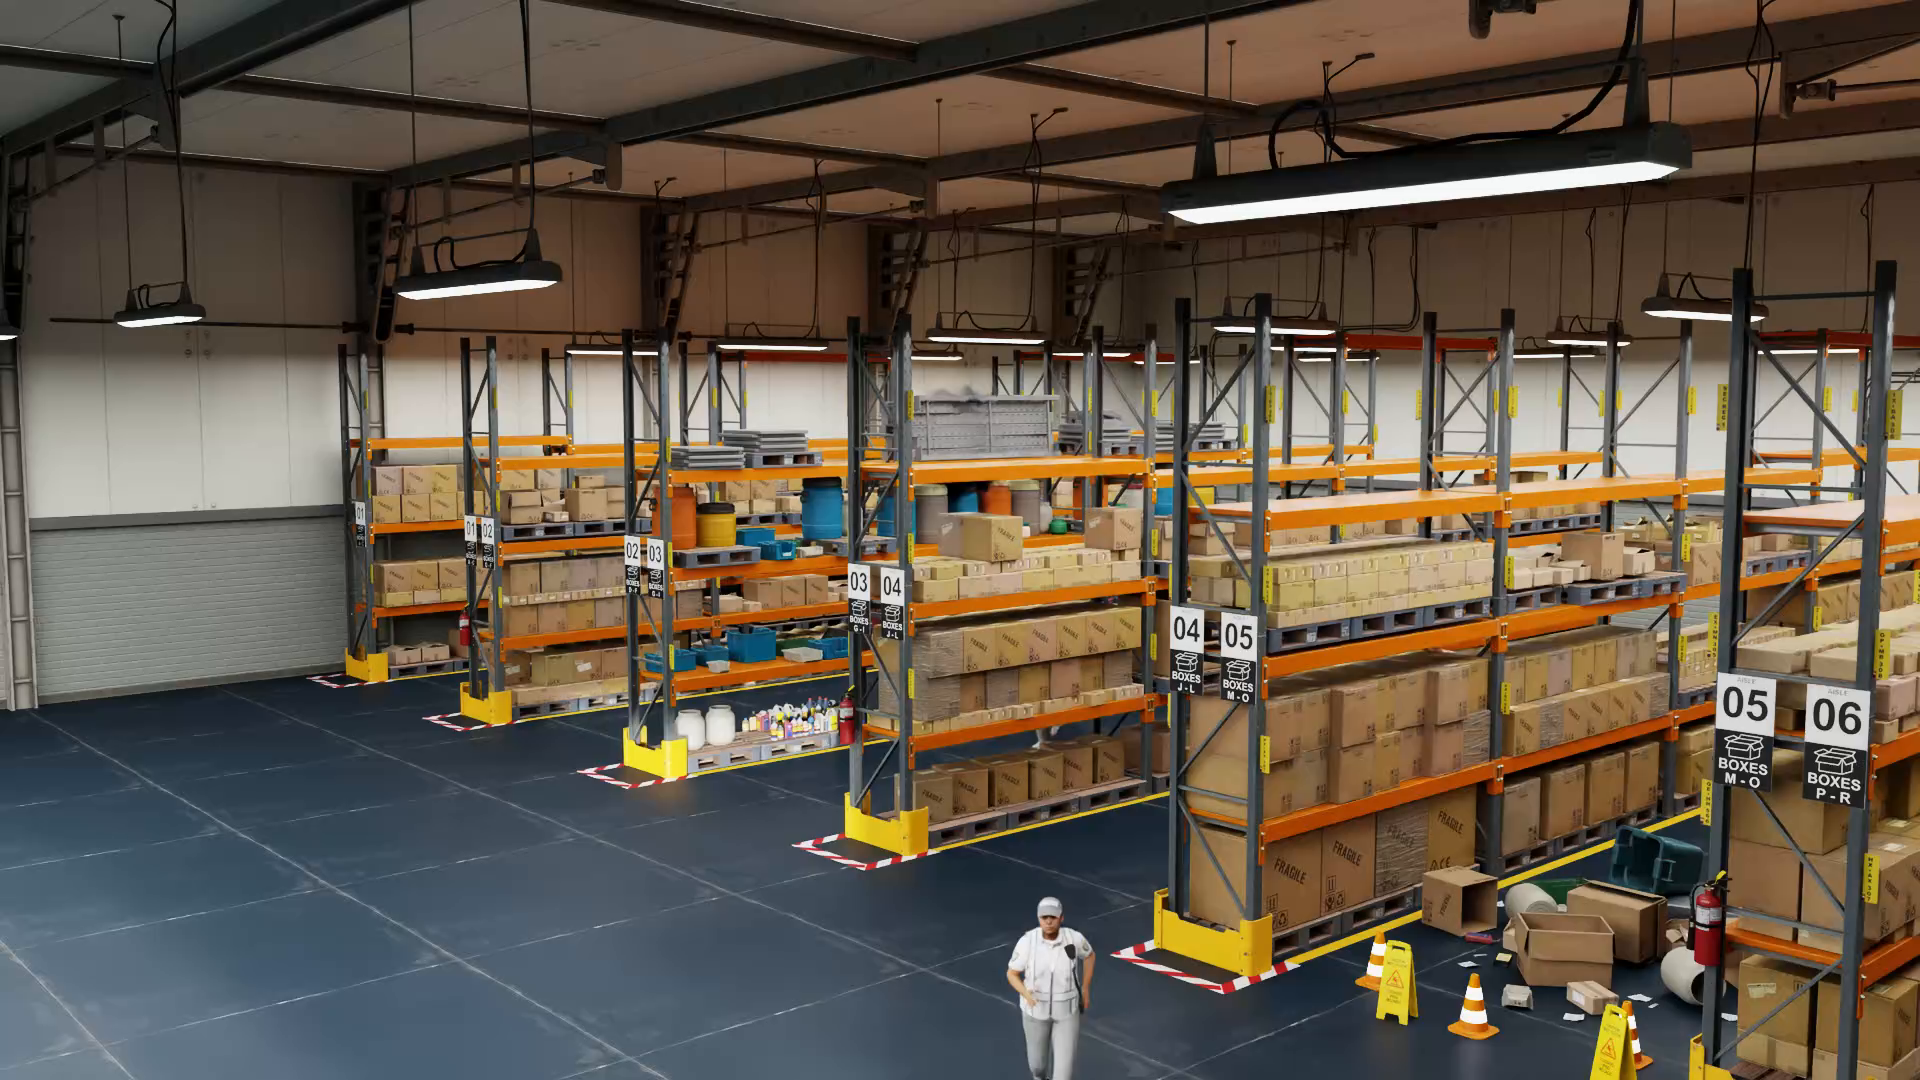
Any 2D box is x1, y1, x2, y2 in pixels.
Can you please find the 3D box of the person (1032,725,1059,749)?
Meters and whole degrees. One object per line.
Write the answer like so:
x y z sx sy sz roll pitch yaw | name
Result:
1.115 2.037 22.669 0.632 1.642 0.584 -4 7 -39 | person

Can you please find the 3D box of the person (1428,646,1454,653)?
6.773 2.178 23.415 0.923 1.827 0.674 -4 6 -37 | person

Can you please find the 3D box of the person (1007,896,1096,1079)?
0.634 3.308 11.586 0.619 1.676 0.904 0 5 4 | person
